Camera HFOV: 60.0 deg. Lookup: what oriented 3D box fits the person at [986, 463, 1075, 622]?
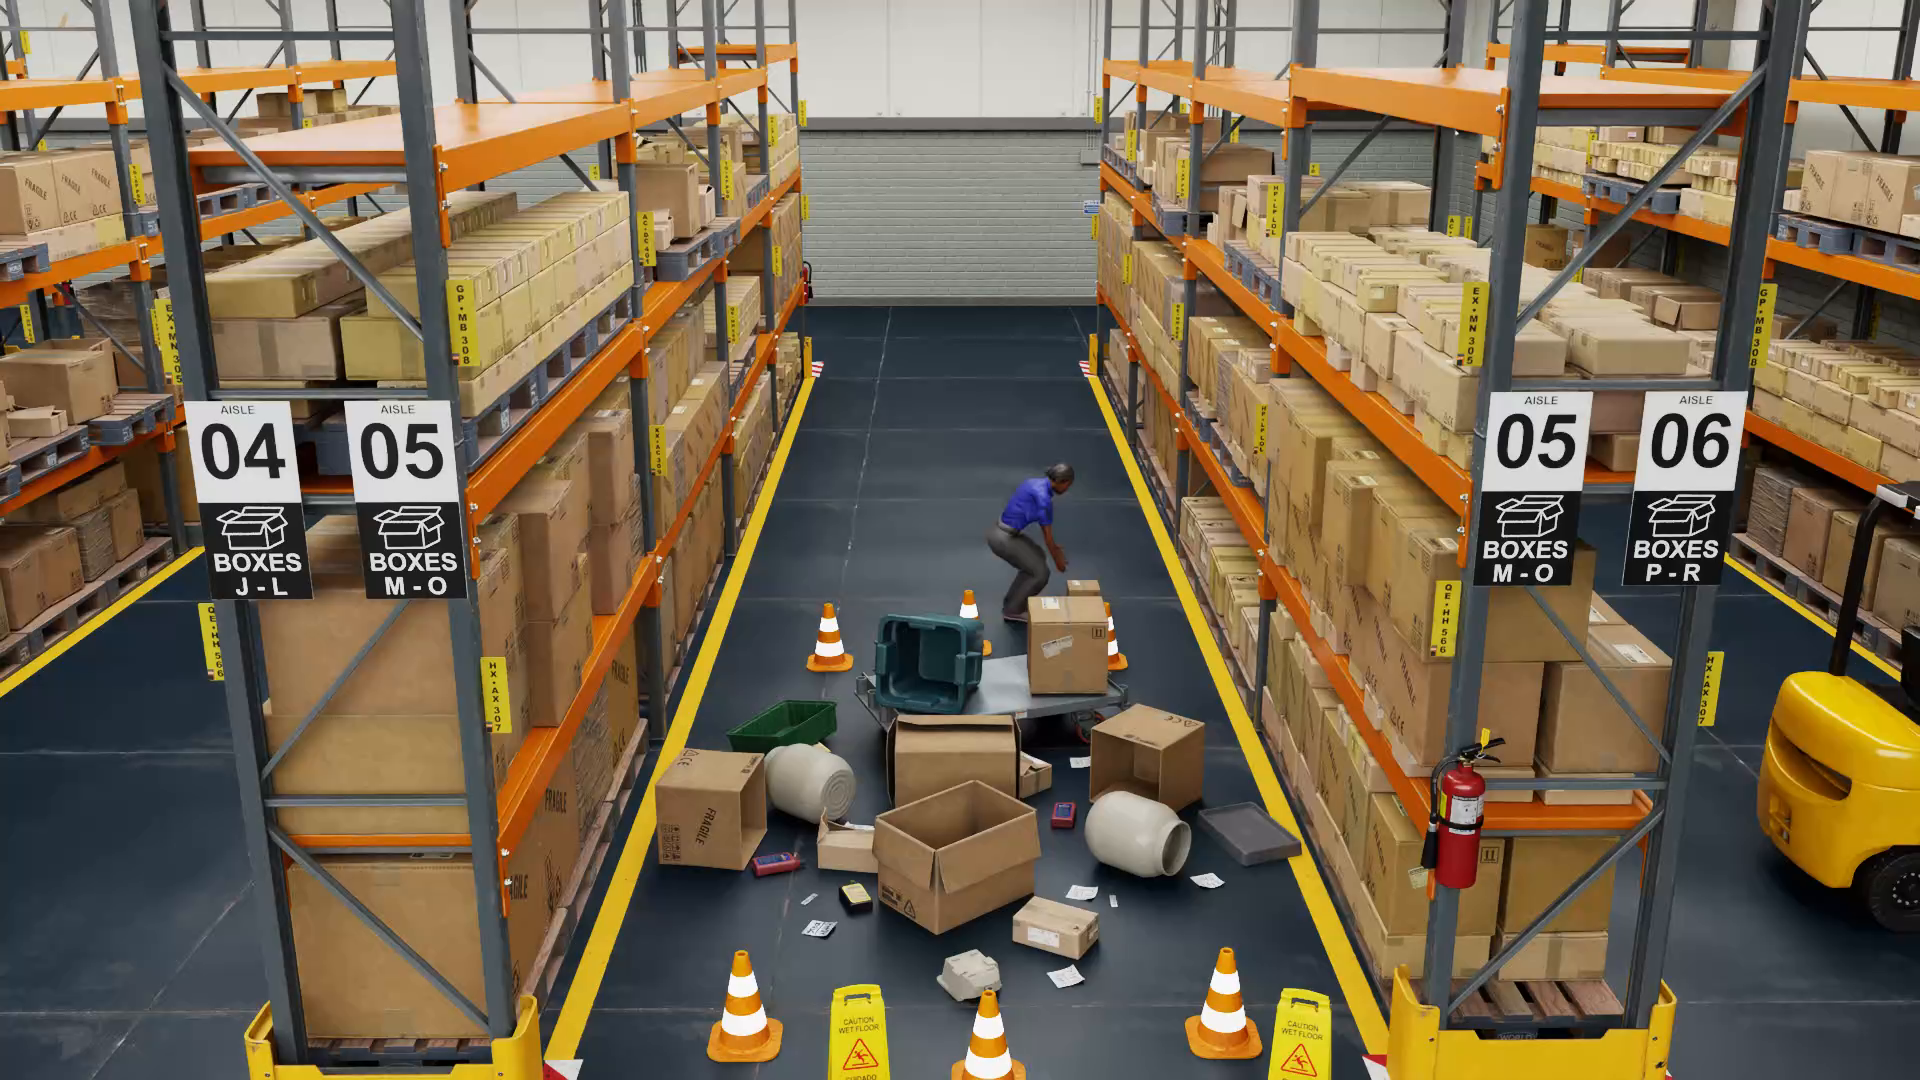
[{"bbox_3d":[0.556,0.001,13.255,0.698,1.248,0.500,0,17,-1],"label":"person"}]
